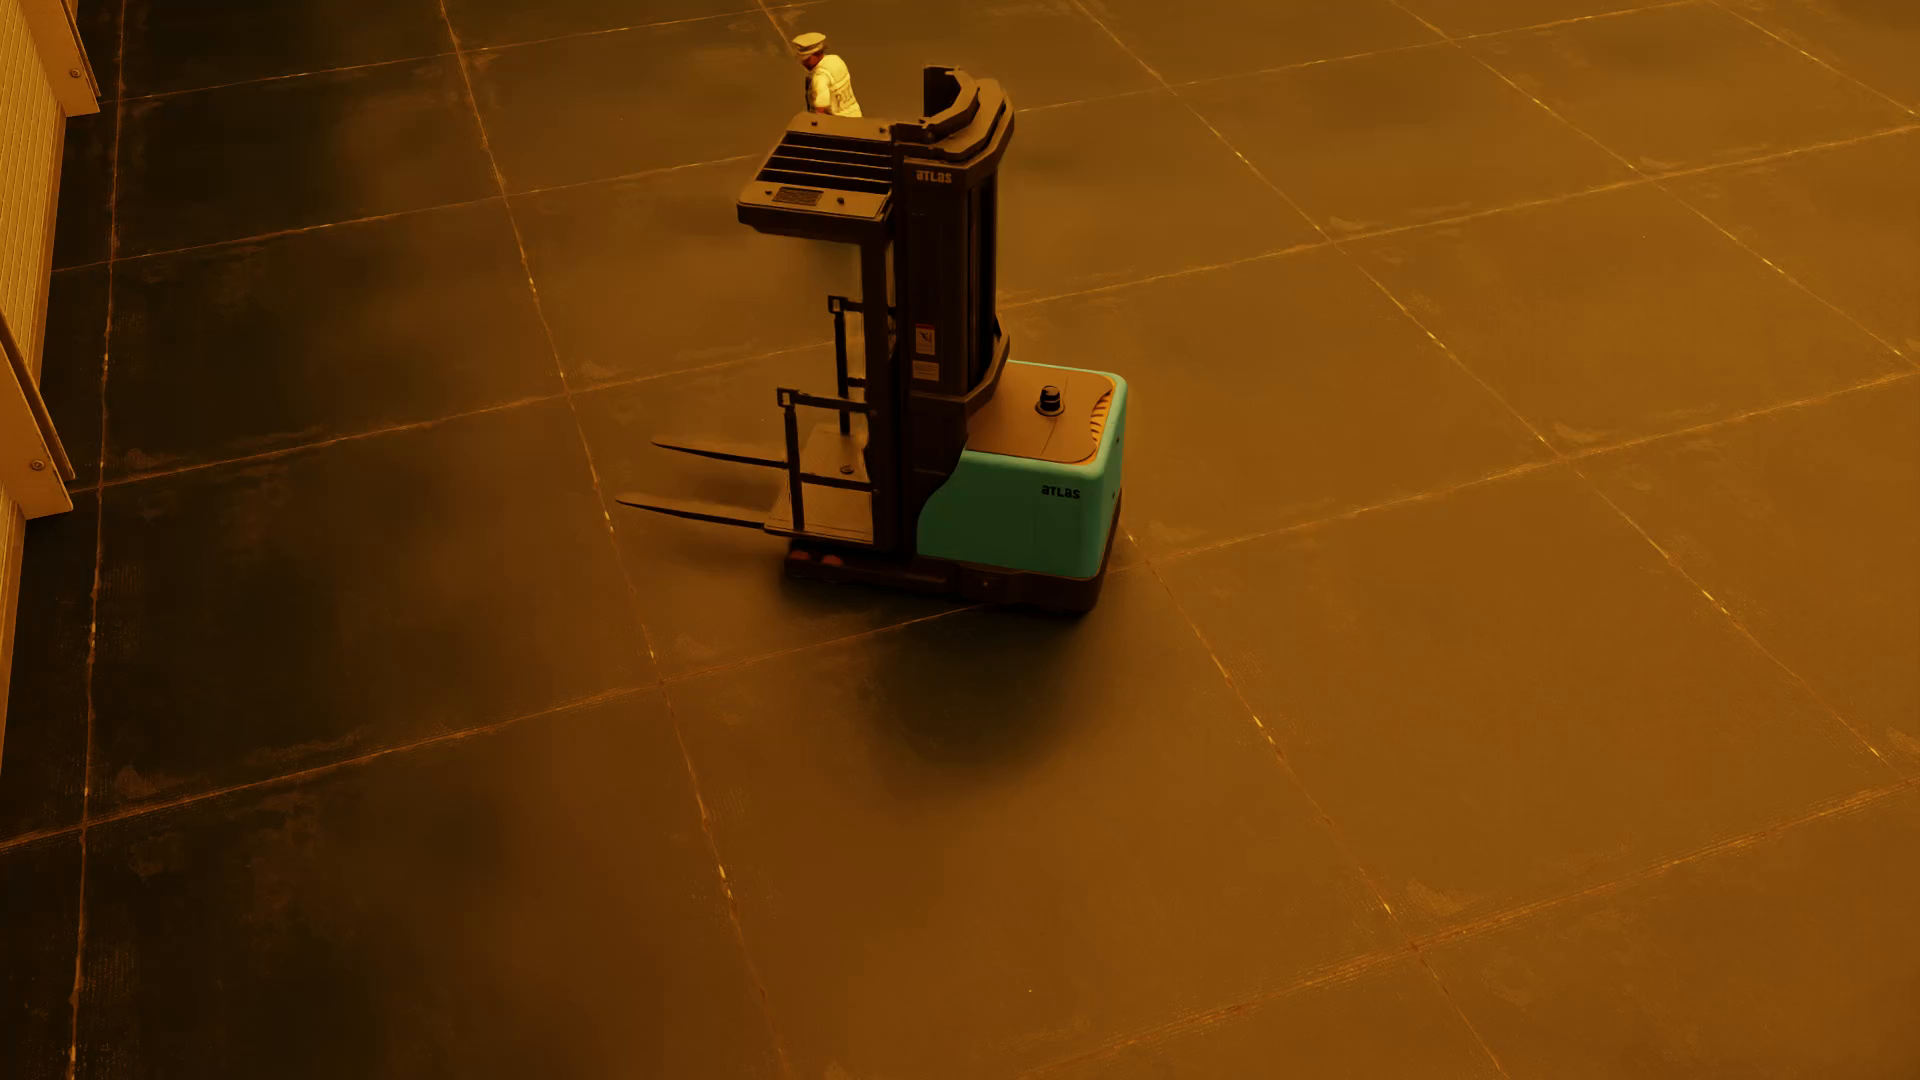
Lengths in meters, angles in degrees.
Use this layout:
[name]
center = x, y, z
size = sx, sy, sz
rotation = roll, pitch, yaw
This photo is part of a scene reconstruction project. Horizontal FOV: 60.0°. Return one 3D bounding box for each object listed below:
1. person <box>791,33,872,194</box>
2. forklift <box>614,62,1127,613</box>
[person]
center = -0.962, -3.239, 13.022
size = 0.619, 1.455, 0.746
rotation = 26, 46, 27
[forklift]
center = -0.578, -1.189, 9.412
size = 3.031, 2.935, 1.130
rotation = 8, 41, 10
